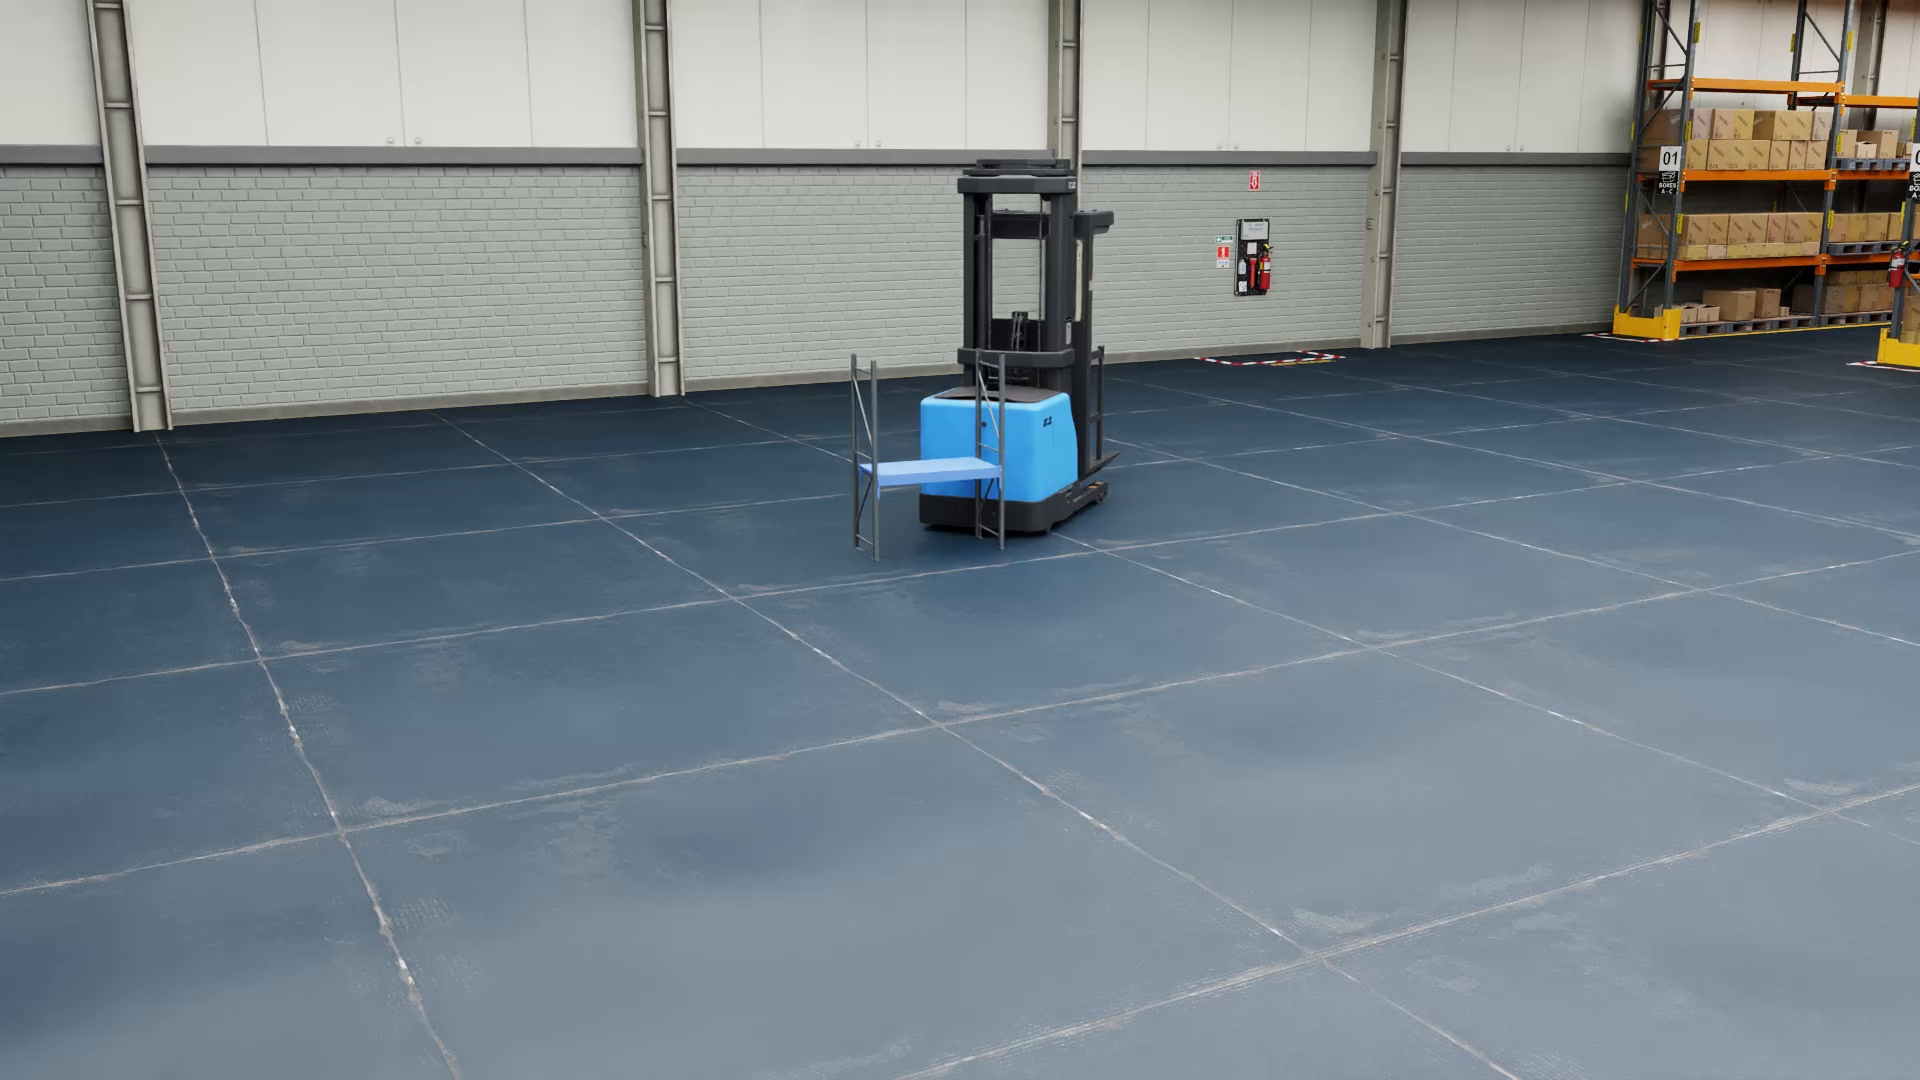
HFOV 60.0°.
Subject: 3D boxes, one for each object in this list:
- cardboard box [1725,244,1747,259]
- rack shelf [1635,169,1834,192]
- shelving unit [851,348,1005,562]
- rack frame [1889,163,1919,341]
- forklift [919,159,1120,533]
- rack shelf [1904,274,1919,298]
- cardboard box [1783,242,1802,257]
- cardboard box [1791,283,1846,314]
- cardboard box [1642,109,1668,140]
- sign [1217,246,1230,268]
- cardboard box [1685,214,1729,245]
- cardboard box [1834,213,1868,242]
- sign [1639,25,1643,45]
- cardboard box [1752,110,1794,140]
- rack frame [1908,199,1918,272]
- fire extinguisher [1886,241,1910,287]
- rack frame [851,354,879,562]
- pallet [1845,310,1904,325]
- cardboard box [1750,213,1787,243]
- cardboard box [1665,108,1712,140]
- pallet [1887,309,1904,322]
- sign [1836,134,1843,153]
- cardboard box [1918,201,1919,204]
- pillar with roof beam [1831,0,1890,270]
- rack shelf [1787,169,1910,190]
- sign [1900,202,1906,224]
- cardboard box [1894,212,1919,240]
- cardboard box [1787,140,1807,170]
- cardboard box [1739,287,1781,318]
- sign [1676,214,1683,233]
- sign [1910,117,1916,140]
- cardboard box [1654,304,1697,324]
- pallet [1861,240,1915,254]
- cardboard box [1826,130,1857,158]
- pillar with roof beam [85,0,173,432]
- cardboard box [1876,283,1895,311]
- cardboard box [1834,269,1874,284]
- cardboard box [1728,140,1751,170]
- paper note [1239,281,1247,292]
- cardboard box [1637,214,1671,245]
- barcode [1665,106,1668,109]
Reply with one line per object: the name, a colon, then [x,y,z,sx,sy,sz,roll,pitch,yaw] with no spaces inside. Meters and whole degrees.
cardboard box: [13.293,-5.031,28.927,0.500,0.250,0.500,-7,15,-29]
rack shelf: [13.569,-6.317,29.153,4.000,0.370,1.077,-7,14,-28]
shelving unit: [-0.241,-0.662,12.633,1.048,1.500,0.538,-5,14,-21]
rack frame: [14.190,-4.040,24.228,0.127,3.000,1.000,-7,14,-28]
forklift: [0.665,-1.767,14.285,1.130,2.935,3.031,5,14,20]
rack shelf: [15.946,-3.899,25.242,4.000,0.370,1.077,-7,14,-28]
cardboard box: [14.613,-5.192,29.645,0.500,0.250,0.500,-7,14,-28]
cardboard box: [15.962,-4.491,30.922,0.500,0.500,0.700,-6,14,-26]
cardboard box: [12.067,-7.100,28.441,0.500,0.500,0.500,-6,14,-25]
sign: [4.025,-4.330,25.435,0.234,0.329,0.001,-7,14,-28]
cardboard box: [12.815,-5.339,28.588,0.500,0.500,0.500,-7,14,-28]
cardboard box: [16.281,-5.783,30.742,0.500,0.500,0.700,-5,14,-22]
sign: [11.565,-8.563,28.174,0.005,0.325,0.100,-7,14,-28]
cardboard box: [14.085,-7.203,28.901,0.500,0.500,0.500,-7,15,-30]
rack frame: [18.835,-5.836,32.208,0.127,3.000,1.000,-7,14,-28]
fire extinguisher: [13.864,-4.079,24.579,0.183,0.674,0.296,-7,14,-28]
rack frame: [-0.713,-0.620,12.448,0.032,1.500,0.500,-5,14,-21]
pallet: [17.079,-4.266,31.584,1.213,0.211,1.003,-7,14,-28]
cardboard box: [14.175,-5.503,29.320,0.500,0.500,0.500,-7,15,-29]
cardboard box: [12.268,-6.998,27.988,0.500,0.500,0.500,-8,15,-32]
pallet: [18.149,-4.393,32.150,1.213,0.211,1.003,-7,14,-28]
sign: [15.591,-7.027,29.491,0.005,0.325,0.100,-7,14,-28]
cardboard box: [19.109,-6.503,32.514,0.500,0.250,0.500,-6,14,-26]
pillar with roof beam: [19.342,-7.963,27.996,0.400,9.000,9.100,-7,14,-28]
rack shelf: [17.080,-6.738,31.023,4.000,0.370,1.077,-7,14,-28]
sign: [13.942,-4.826,24.546,0.005,0.325,0.100,-7,14,-28]
cardboard box: [17.950,-5.984,31.636,0.500,0.500,0.700,-8,15,-33]
cardboard box: [14.550,-6.785,29.322,0.500,0.500,0.500,-8,15,-33]
cardboard box: [14.433,-4.293,30.045,0.500,0.500,0.500,-8,15,-32]
sign: [12.074,-5.312,27.909,0.005,0.325,0.100,-7,14,-28]
sign: [13.942,-6.003,24.281,0.005,0.325,0.100,-7,14,-28]
cardboard box: [12.464,-3.952,28.961,0.500,0.311,0.500,-9,15,-34]
pallet: [17.117,-5.526,31.268,1.213,0.211,1.003,-7,14,-28]
cardboard box: [15.843,-7.174,30.139,0.500,0.500,0.500,-5,13,-20]
pillar with roof beam: [-6.990,-4.807,13.972,0.400,9.000,9.100,-7,14,-28]
cardboard box: [17.298,-4.655,31.655,0.500,0.500,0.700,-7,14,-28]
cardboard box: [16.802,-4.959,31.295,0.500,0.250,0.500,-7,15,-29]
cardboard box: [13.169,-6.608,28.534,0.500,0.500,0.500,-6,14,-25]
paper note: [4.371,-3.915,25.682,0.142,0.148,0.016,-7,14,-28]
cardboard box: [12.125,-5.387,28.802,0.500,0.500,0.500,-7,14,-28]
barcode: [12.197,-7.458,28.712,0.075,0.075,0.001,-7,14,-28]
